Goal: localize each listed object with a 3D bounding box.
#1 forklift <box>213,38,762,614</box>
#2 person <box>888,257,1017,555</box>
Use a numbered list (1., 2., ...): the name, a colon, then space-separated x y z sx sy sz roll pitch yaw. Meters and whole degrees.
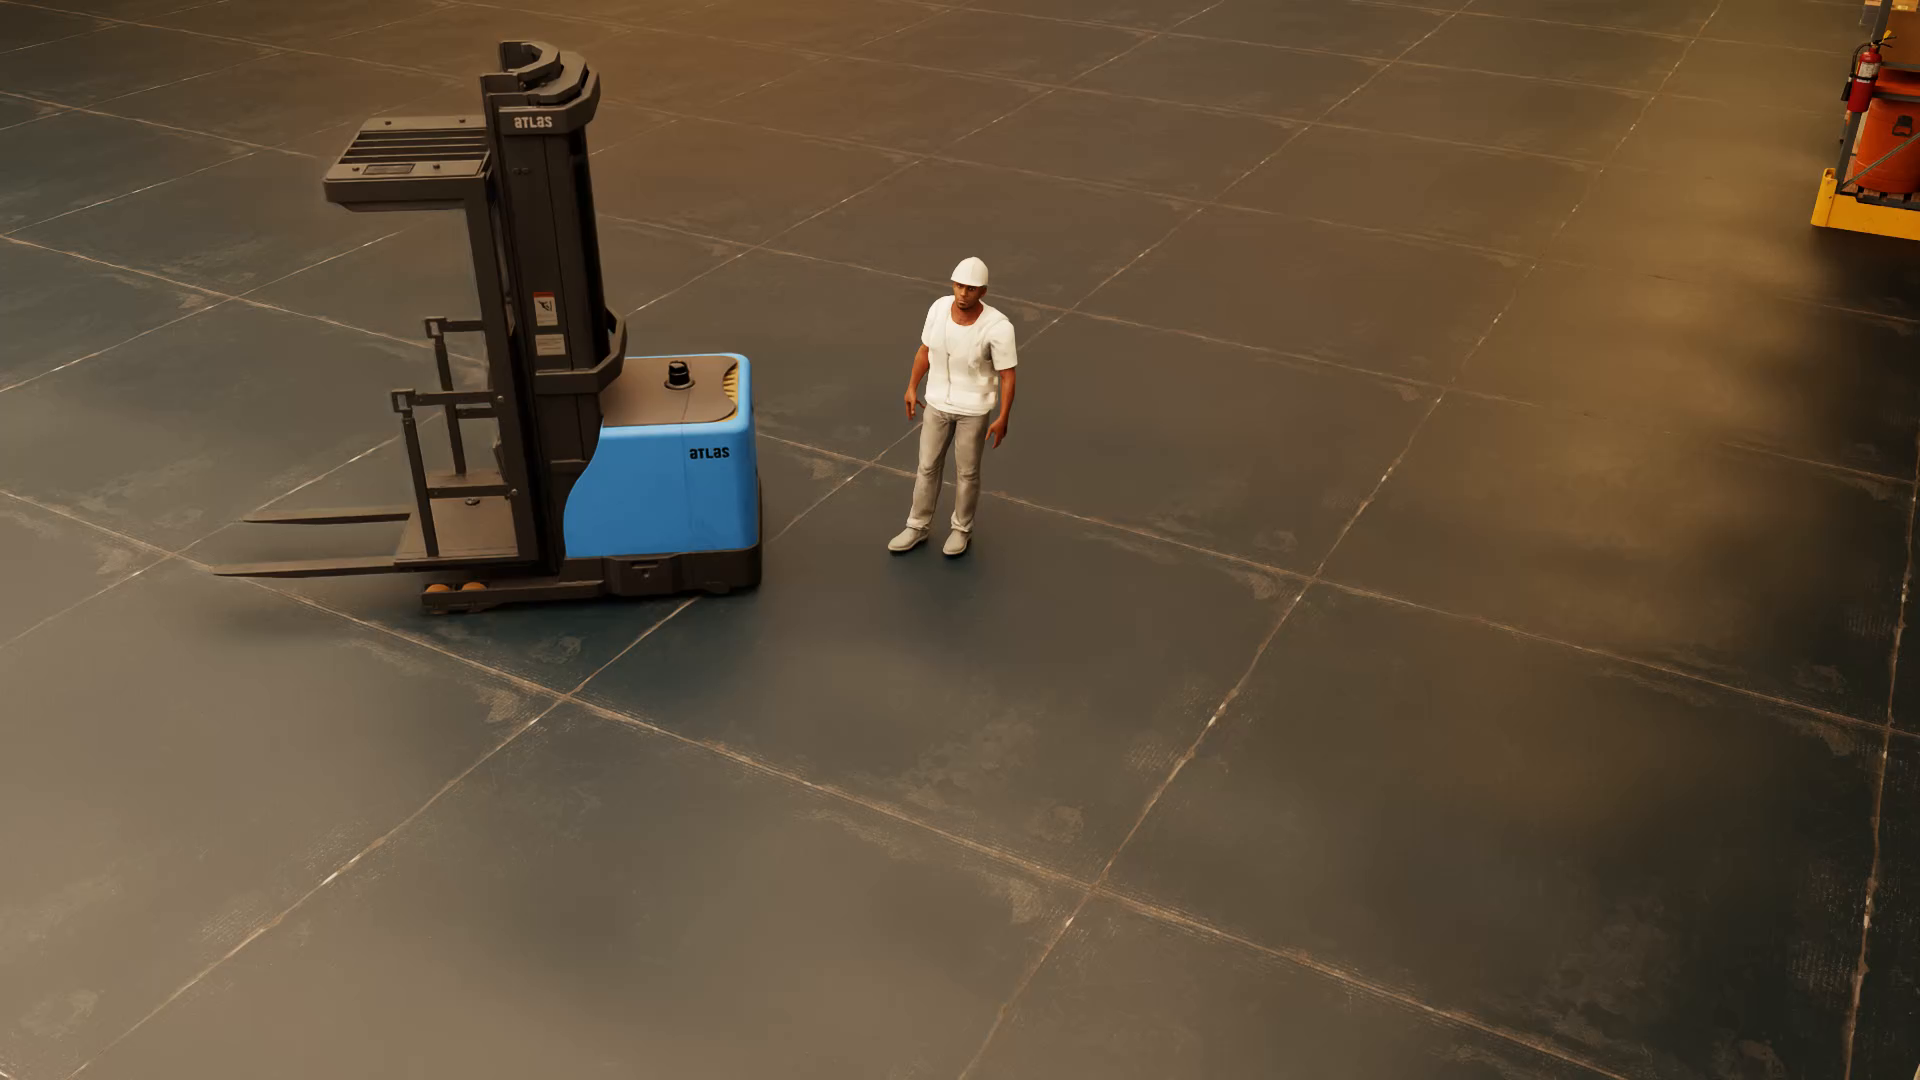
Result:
1. forklift: -2.681 -1.132 9.032 3.031 2.935 1.130 -3 30 -5
2. person: -0.039 -0.742 9.508 0.666 1.765 0.577 15 33 25
